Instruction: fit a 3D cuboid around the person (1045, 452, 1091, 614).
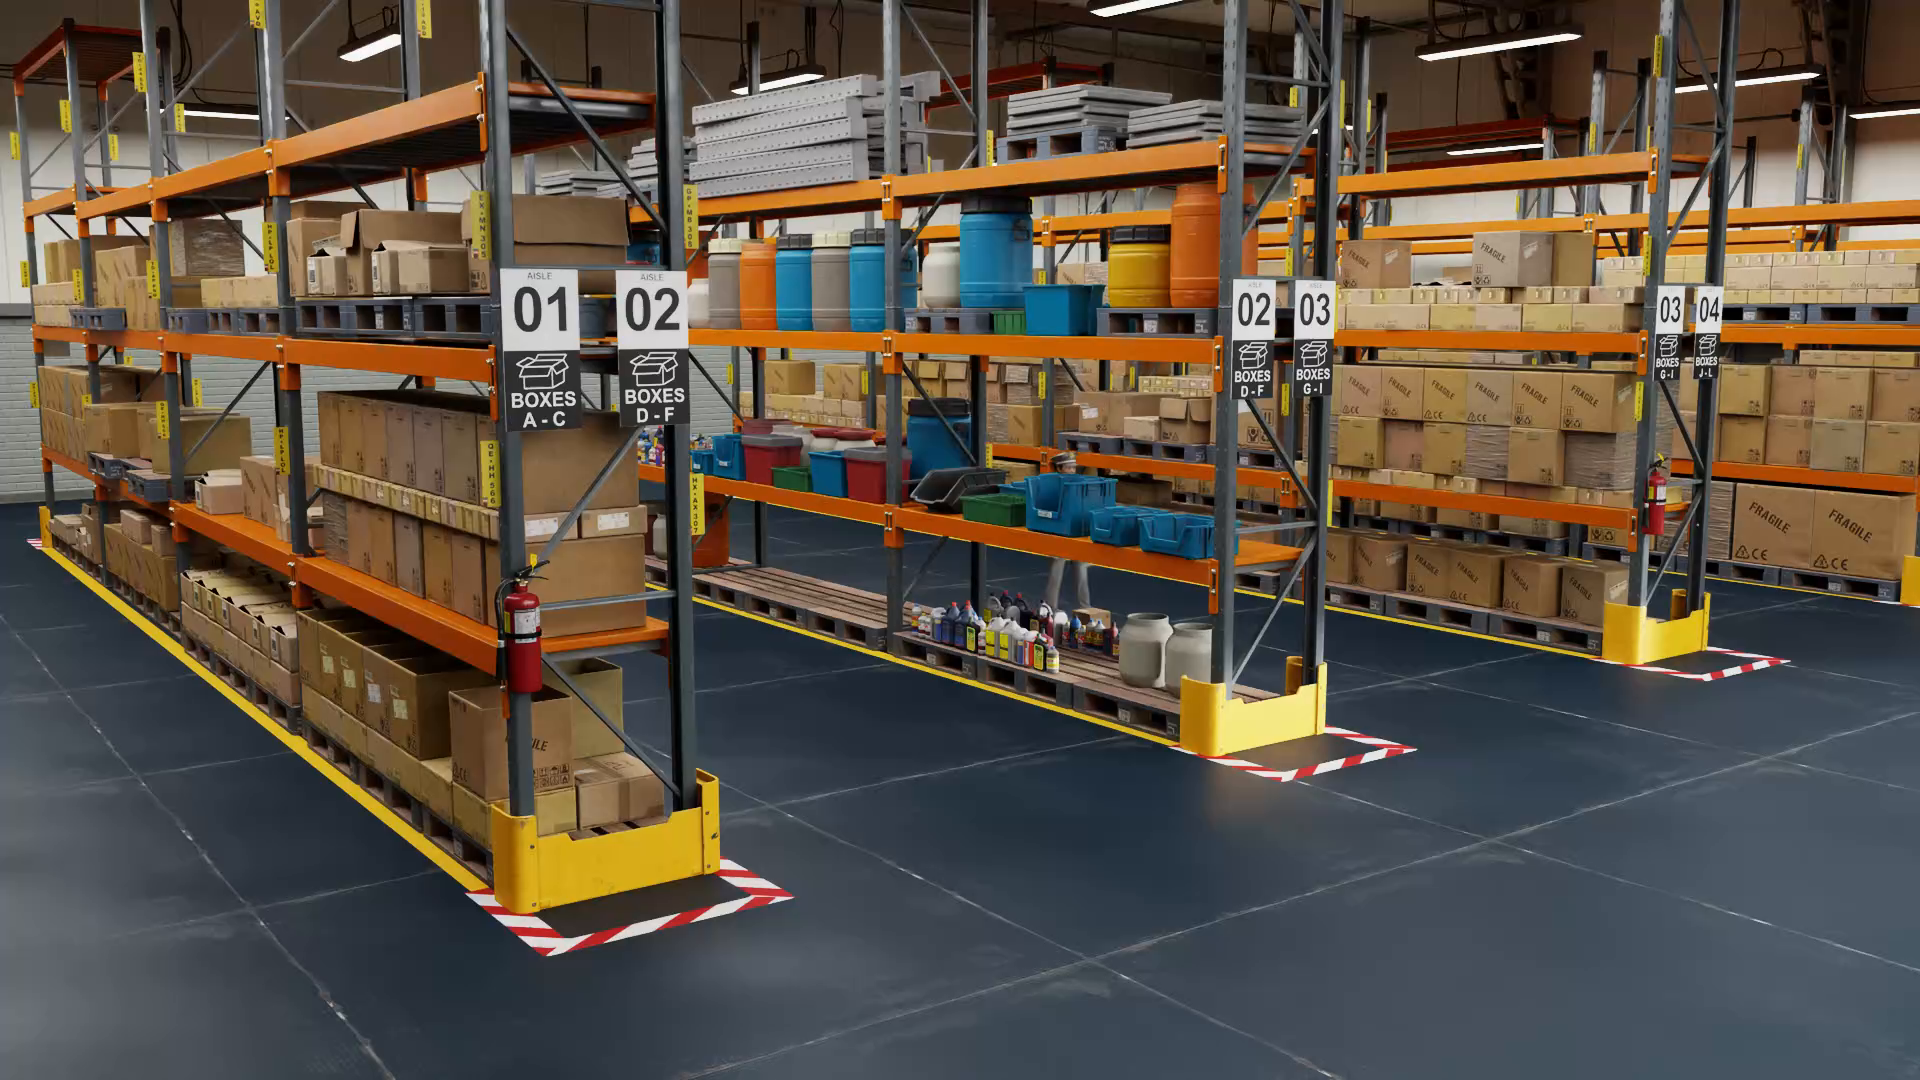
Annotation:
[{"bbox_3d":[1.064,0.010,15.593,0.492,1.680,0.531,-5,10,-34],"label":"person"}]
